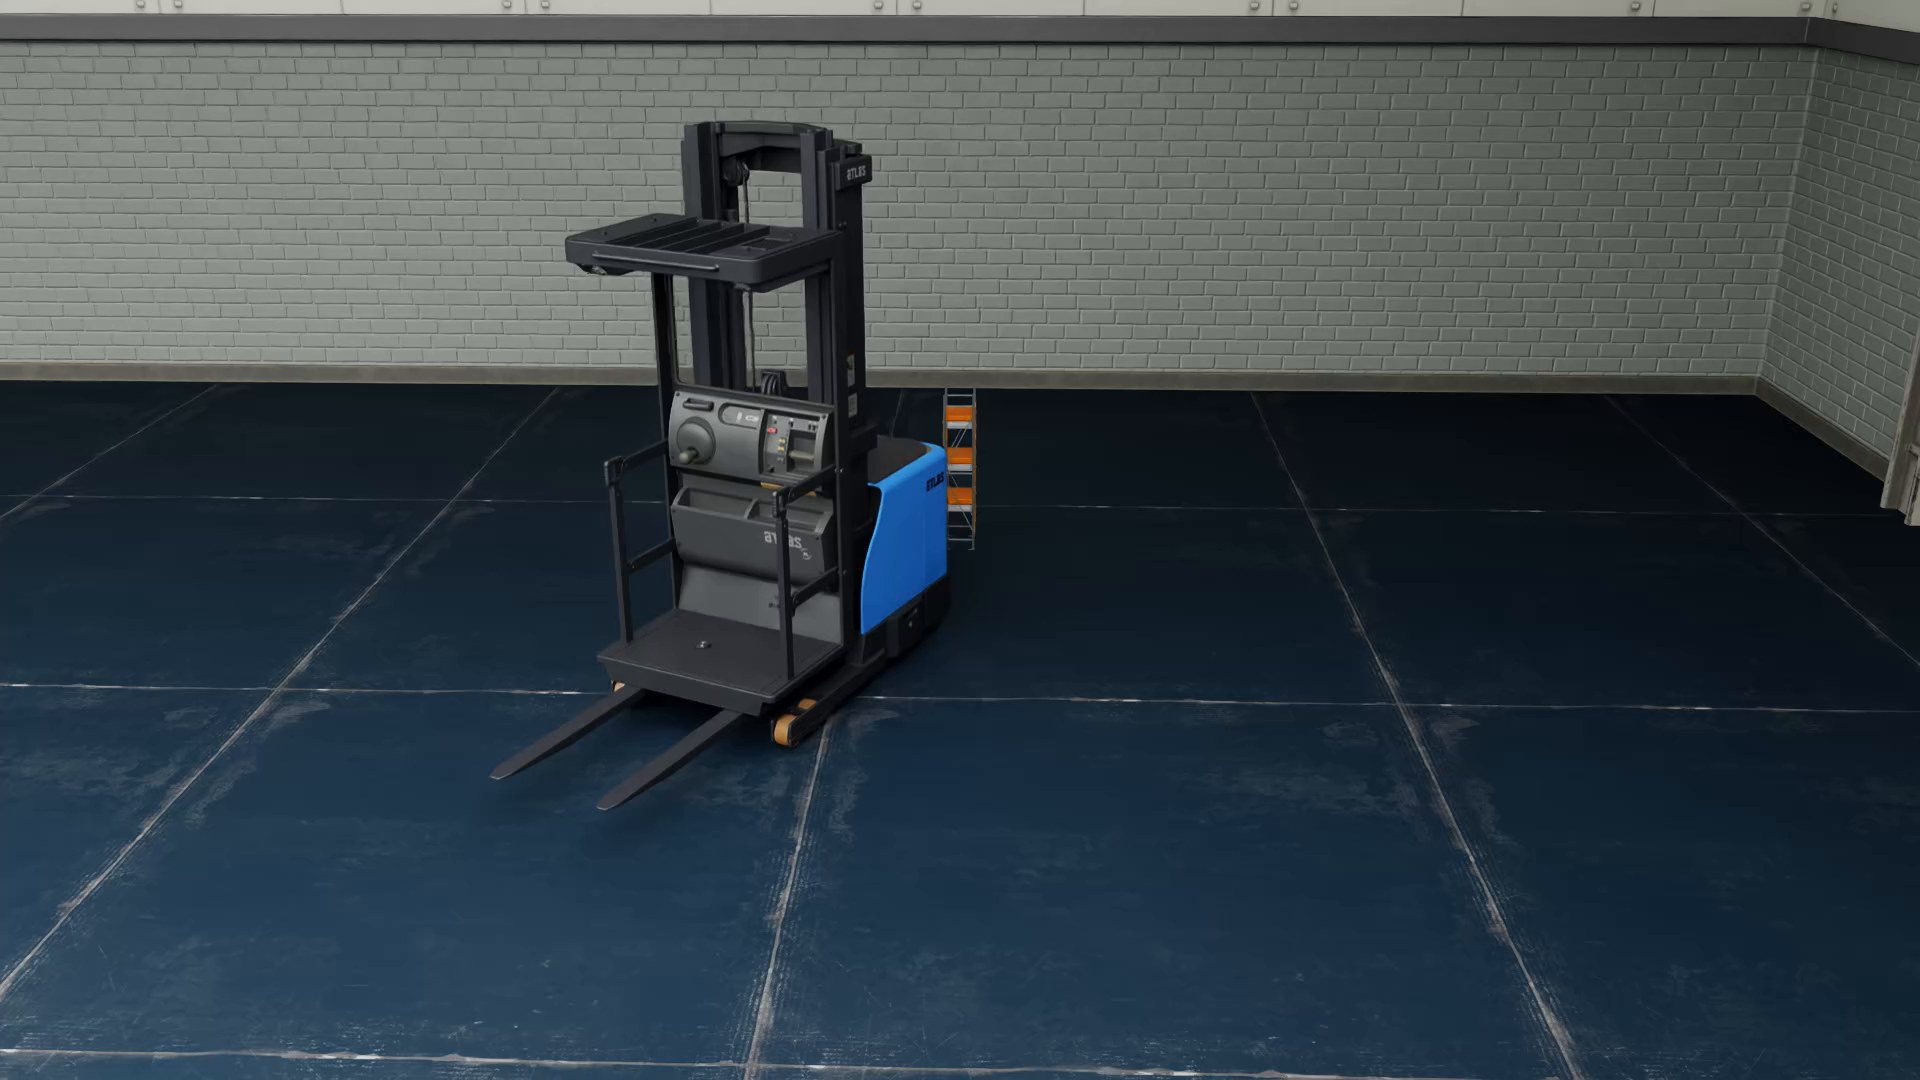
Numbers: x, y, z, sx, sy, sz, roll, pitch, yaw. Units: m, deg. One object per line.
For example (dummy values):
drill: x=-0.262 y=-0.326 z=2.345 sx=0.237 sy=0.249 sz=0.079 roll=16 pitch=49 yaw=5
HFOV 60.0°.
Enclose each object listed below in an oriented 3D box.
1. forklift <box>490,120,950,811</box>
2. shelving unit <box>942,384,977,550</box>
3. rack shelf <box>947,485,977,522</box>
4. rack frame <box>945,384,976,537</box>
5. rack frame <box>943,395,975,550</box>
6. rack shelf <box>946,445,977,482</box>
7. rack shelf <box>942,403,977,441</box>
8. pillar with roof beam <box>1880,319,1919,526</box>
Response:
forklift: x=-1.176 y=-0.508 z=8.288 sx=1.130 sy=2.935 sz=3.031 roll=10 pitch=24 yaw=25
shelving unit: x=-0.002 y=-0.470 z=10.789 sx=0.215 sy=1.050 sz=0.252 roll=1 pitch=21 yaw=2
rack shelf: x=-0.002 y=-0.201 z=10.894 sx=0.215 sy=0.259 sz=0.240 roll=1 pitch=21 yaw=2
rack frame: x=0.002 y=-0.514 z=10.903 sx=0.200 sy=1.050 sz=0.008 roll=1 pitch=21 yaw=2
rack frame: x=-0.005 y=-0.426 z=10.675 sx=0.200 sy=1.050 sz=0.008 roll=1 pitch=21 yaw=2
rack shelf: x=-0.002 y=-0.460 z=10.793 sx=0.215 sy=0.259 sz=0.240 roll=1 pitch=21 yaw=2
rack shelf: x=-0.002 y=-0.725 z=10.690 sx=0.215 sy=0.259 sz=0.240 roll=1 pitch=21 yaw=2
pillar with roof beam: x=2.288 y=-4.412 z=9.960 sx=9.100 sy=9.000 sz=0.400 roll=1 pitch=21 yaw=2
